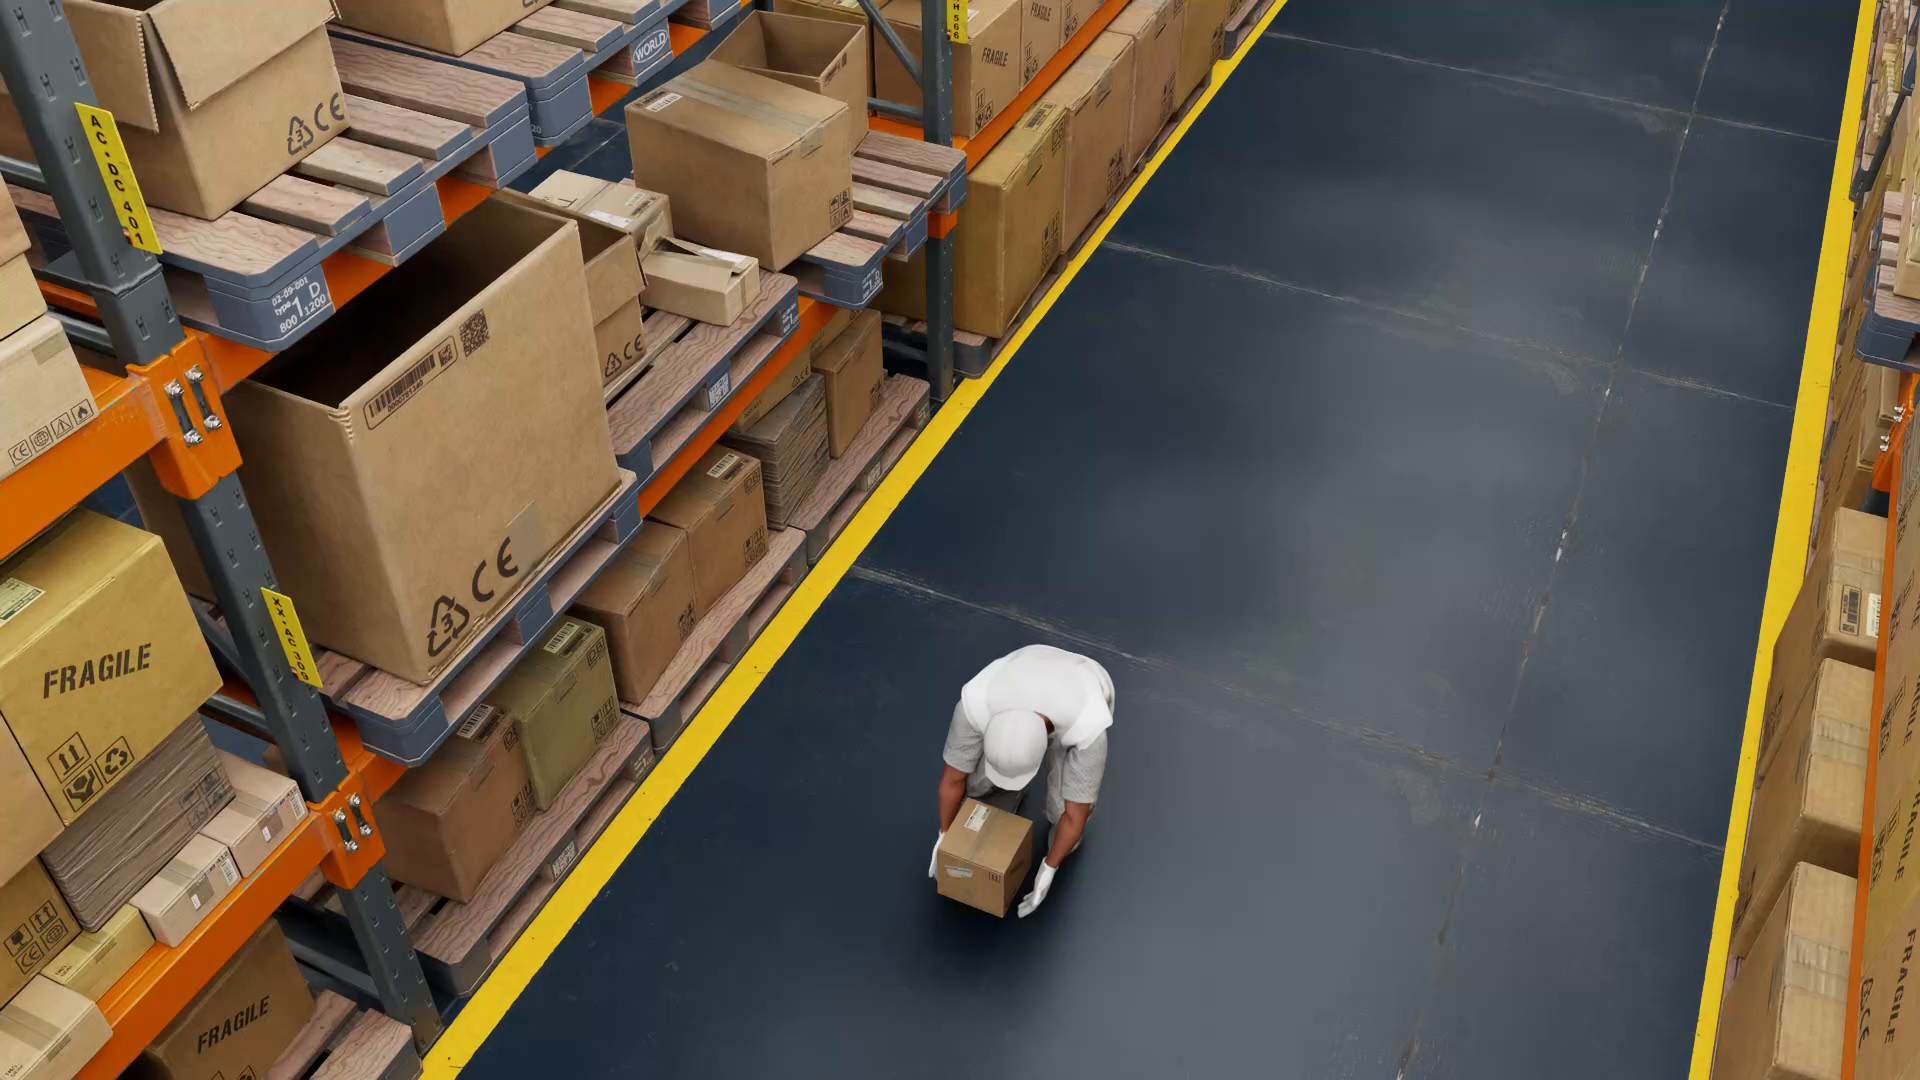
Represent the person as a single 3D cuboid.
[{"bbox_3d":[0.270,0.758,5.875,0.576,1.013,0.915,17,44,18],"label":"person"}]
